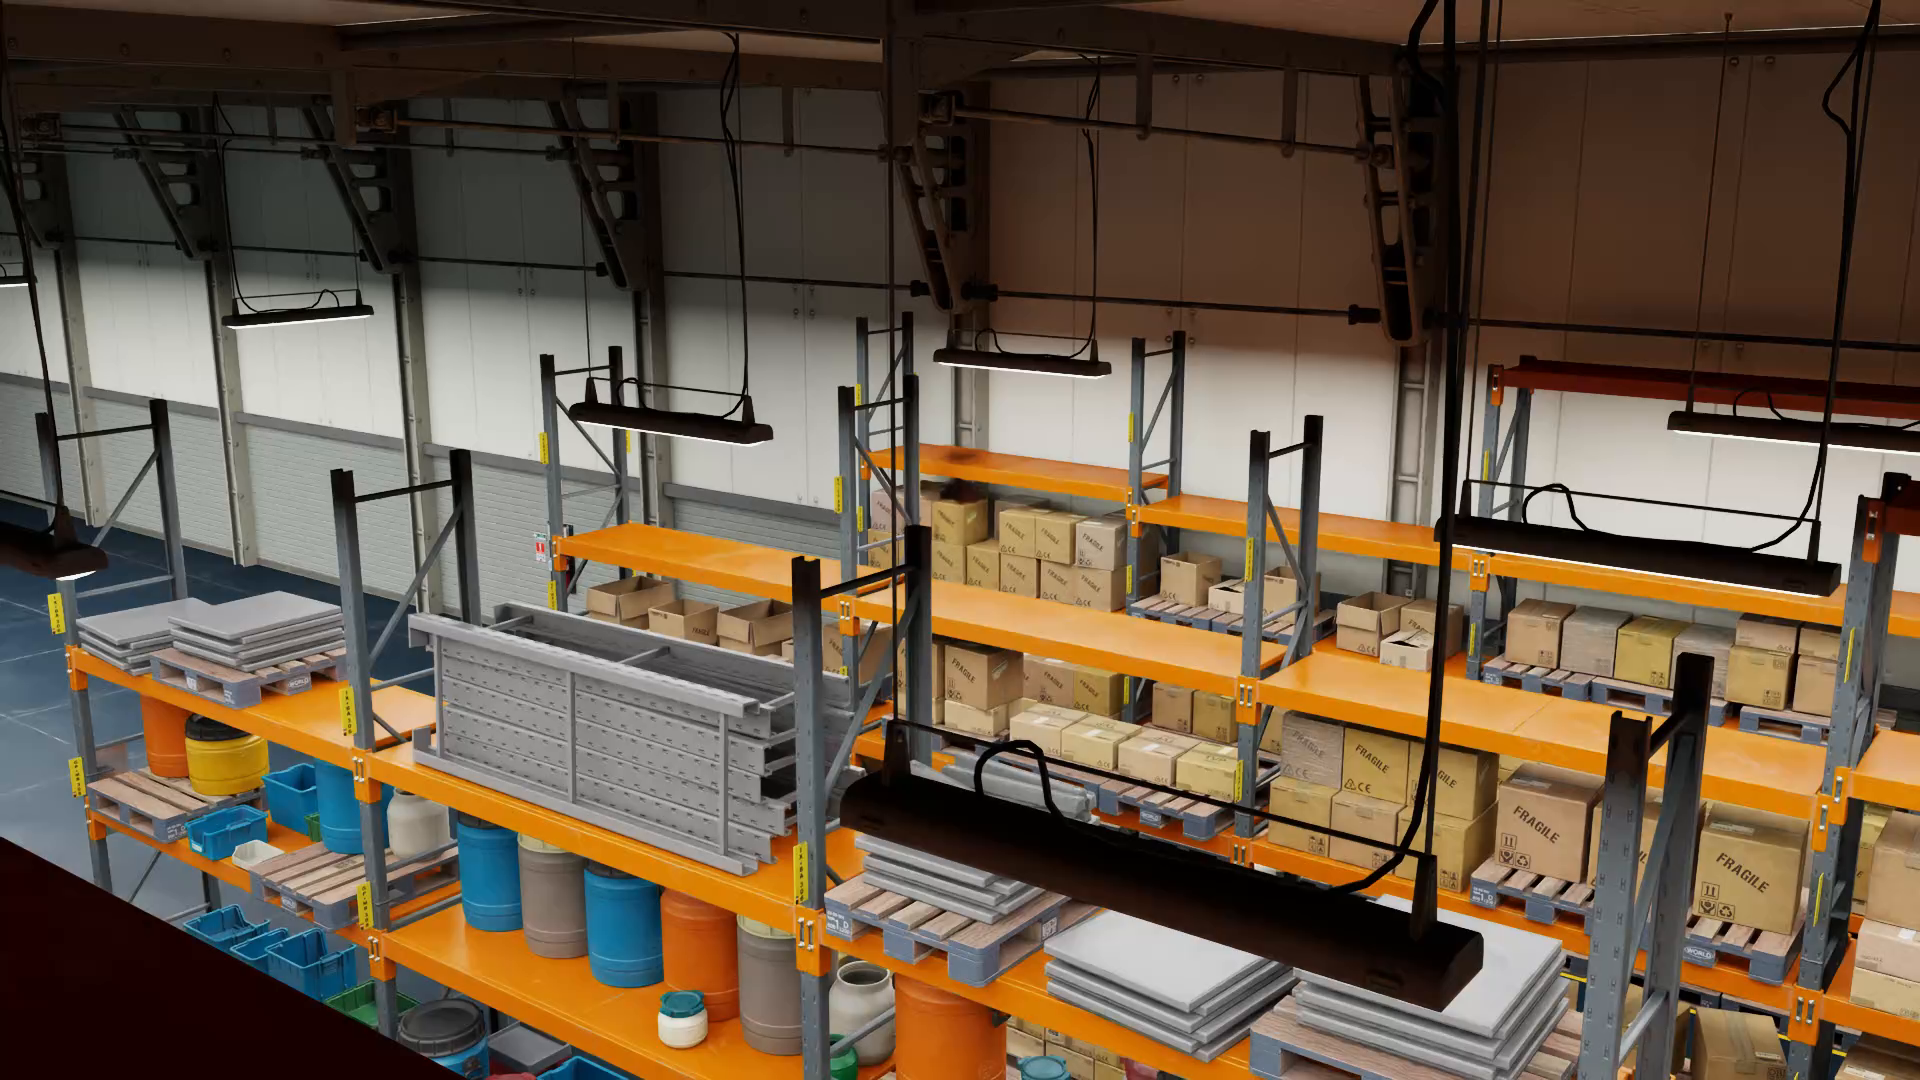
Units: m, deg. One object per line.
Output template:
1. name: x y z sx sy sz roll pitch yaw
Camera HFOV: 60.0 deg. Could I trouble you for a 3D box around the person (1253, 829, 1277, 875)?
1. person: 2.769 3.553 16.027 1.048 1.723 0.654 9 16 33
